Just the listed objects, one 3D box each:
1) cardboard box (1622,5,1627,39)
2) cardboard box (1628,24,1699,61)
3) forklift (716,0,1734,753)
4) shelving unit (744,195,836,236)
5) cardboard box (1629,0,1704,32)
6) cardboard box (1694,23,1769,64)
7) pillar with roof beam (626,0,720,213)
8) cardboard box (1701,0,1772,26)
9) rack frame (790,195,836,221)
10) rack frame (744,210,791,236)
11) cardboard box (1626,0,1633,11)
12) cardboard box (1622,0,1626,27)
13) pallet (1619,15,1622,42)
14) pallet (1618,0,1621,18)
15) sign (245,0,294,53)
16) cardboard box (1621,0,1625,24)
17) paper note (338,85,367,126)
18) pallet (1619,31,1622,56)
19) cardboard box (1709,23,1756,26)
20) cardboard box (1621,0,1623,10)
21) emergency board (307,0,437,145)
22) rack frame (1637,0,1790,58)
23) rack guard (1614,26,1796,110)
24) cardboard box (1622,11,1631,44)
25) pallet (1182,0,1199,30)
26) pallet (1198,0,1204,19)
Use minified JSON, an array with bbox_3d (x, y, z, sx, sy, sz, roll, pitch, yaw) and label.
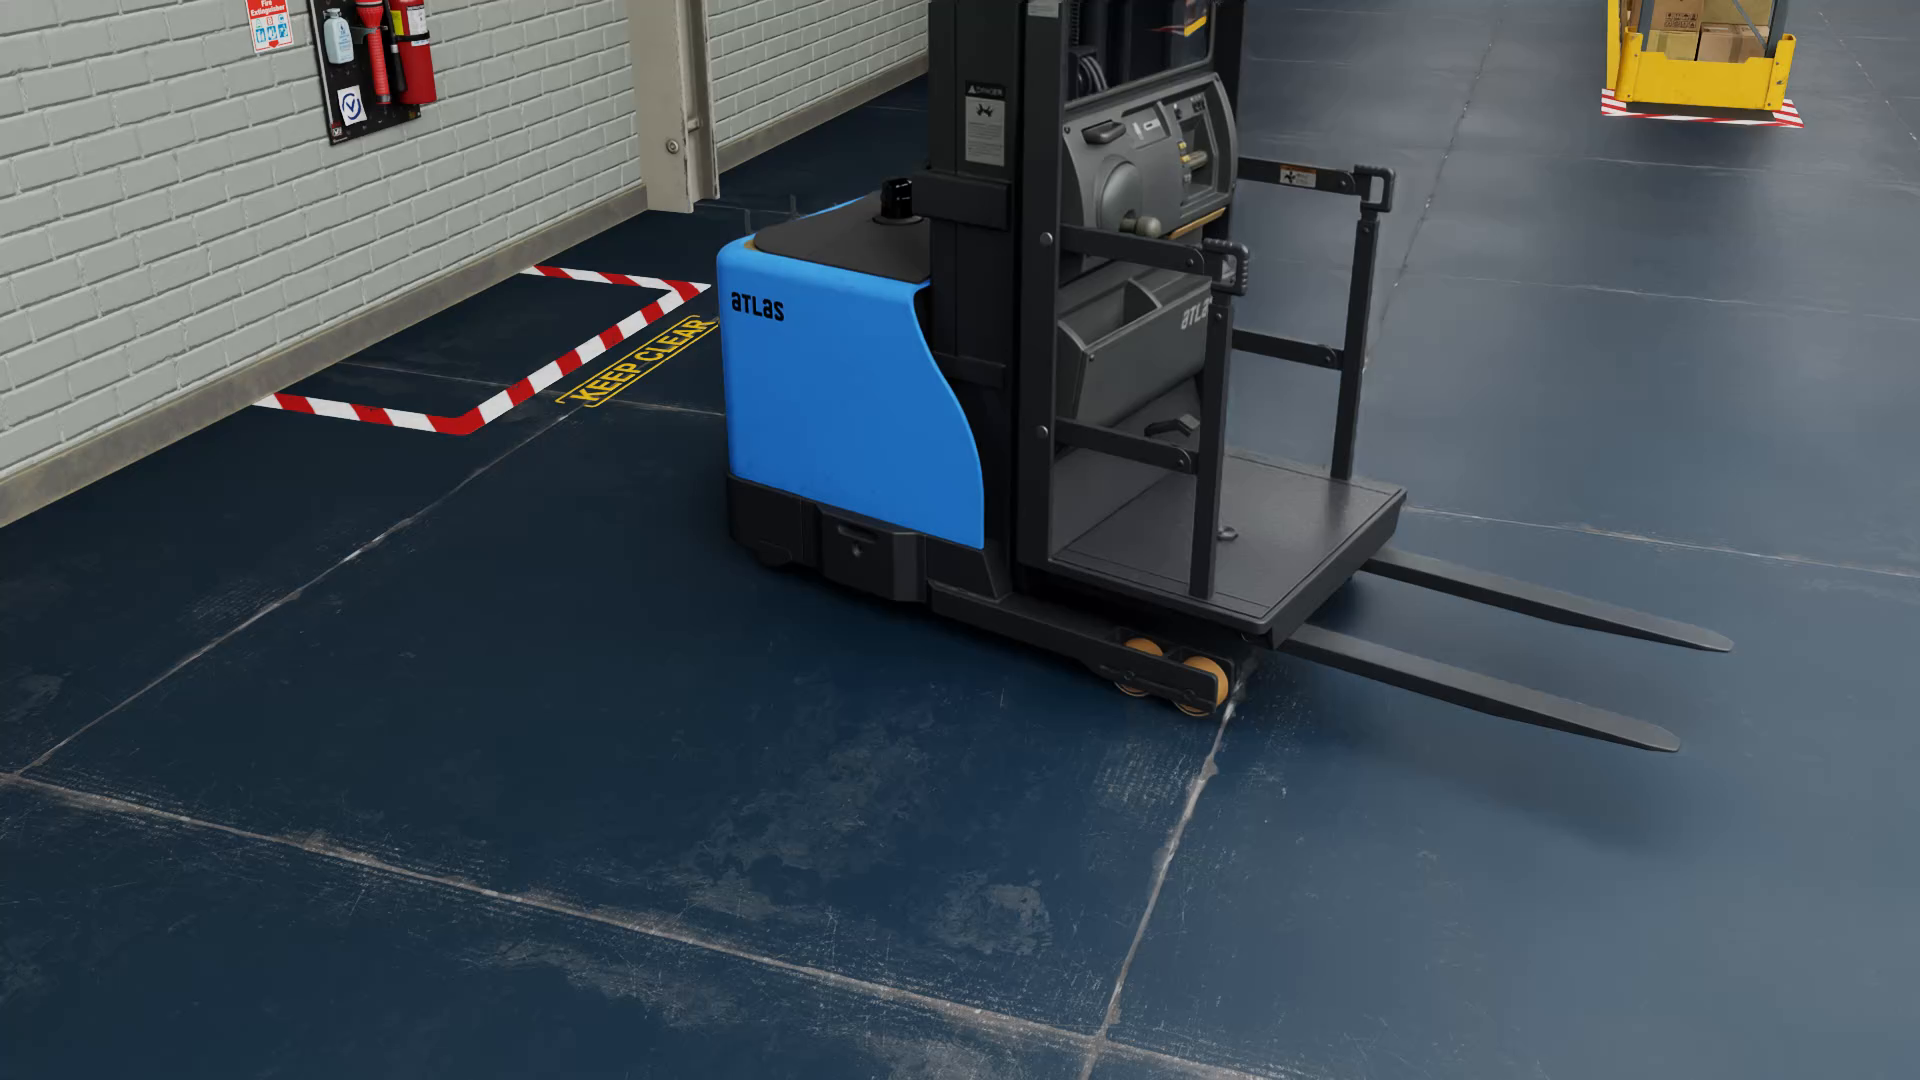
[{"bbox_3d":[5.818,-4.319,13.901,0.500,0.250,0.500,9,27,17],"label":"cardboard box"},{"bbox_3d":[5.498,-3.906,13.048,0.500,0.250,0.500,9,27,17],"label":"cardboard box"},{"bbox_3d":[0.725,-1.082,4.622,3.031,2.935,1.130,17,30,30],"label":"forklift"},{"bbox_3d":[-0.579,-0.670,5.929,0.215,1.050,0.252,16,30,30],"label":"shelving unit"},{"bbox_3d":[5.496,-4.243,12.885,0.500,0.500,0.500,9,27,17],"label":"cardboard box"},{"bbox_3d":[5.987,-3.831,12.893,0.500,0.250,0.500,9,27,17],"label":"cardboard box"},{"bbox_3d":[2.406,-5.431,6.641,9.100,9.000,0.400,9,27,17],"label":"pillar with roof beam"},{"bbox_3d":[6.151,-4.374,13.154,0.500,0.500,0.500,9,27,17],"label":"cardboard box"},{"bbox_3d":[-0.511,-0.714,6.020,0.200,1.050,0.008,16,30,30],"label":"rack frame"},{"bbox_3d":[-0.648,-0.626,5.838,0.200,1.050,0.008,16,30,30],"label":"rack frame"},{"bbox_3d":[5.815,-4.657,13.738,0.500,0.500,0.500,9,27,17],"label":"cardboard box"},{"bbox_3d":[5.986,-4.524,14.325,0.500,0.250,0.500,9,27,17],"label":"cardboard box"},{"bbox_3d":[6.626,-4.759,15.337,1.003,0.211,1.213,9,27,17],"label":"pallet"},{"bbox_3d":[7.138,-5.388,16.636,1.003,0.211,1.213,9,27,17],"label":"pallet"},{"bbox_3d":[-2.793,-2.149,6.705,0.001,0.329,0.234,9,27,17],"label":"sign"},{"bbox_3d":[6.147,-4.730,14.751,0.500,0.250,0.500,9,27,17],"label":"cardboard box"},{"bbox_3d":[-2.636,-1.886,7.214,0.016,0.148,0.142,9,27,17],"label":"paper note"},{"bbox_3d":[6.221,-4.256,14.298,1.003,0.211,1.213,9,27,17],"label":"pallet"},{"bbox_3d":[6.150,-4.037,13.318,0.500,0.250,0.500,9,27,17],"label":"cardboard box"},{"bbox_3d":[6.318,-4.935,15.174,0.500,0.250,0.500,9,27,17],"label":"cardboard box"},{"bbox_3d":[-2.512,-2.345,7.152,0.194,1.169,0.643,9,27,17],"label":"emergency board"},{"bbox_3d":[5.599,-4.691,11.996,1.000,3.000,0.127,9,27,17],"label":"rack frame"},{"bbox_3d":[5.591,-3.556,12.521,1.175,0.500,0.348,9,27,17],"label":"rack guard"},{"bbox_3d":[5.654,-4.113,13.476,0.500,0.250,0.500,9,27,17],"label":"cardboard box"},{"bbox_3d":[1.663,-5.012,15.860,1.003,0.211,1.213,9,27,17],"label":"pallet"},{"bbox_3d":[2.067,-5.515,16.899,1.003,0.211,1.213,9,27,17],"label":"pallet"}]
